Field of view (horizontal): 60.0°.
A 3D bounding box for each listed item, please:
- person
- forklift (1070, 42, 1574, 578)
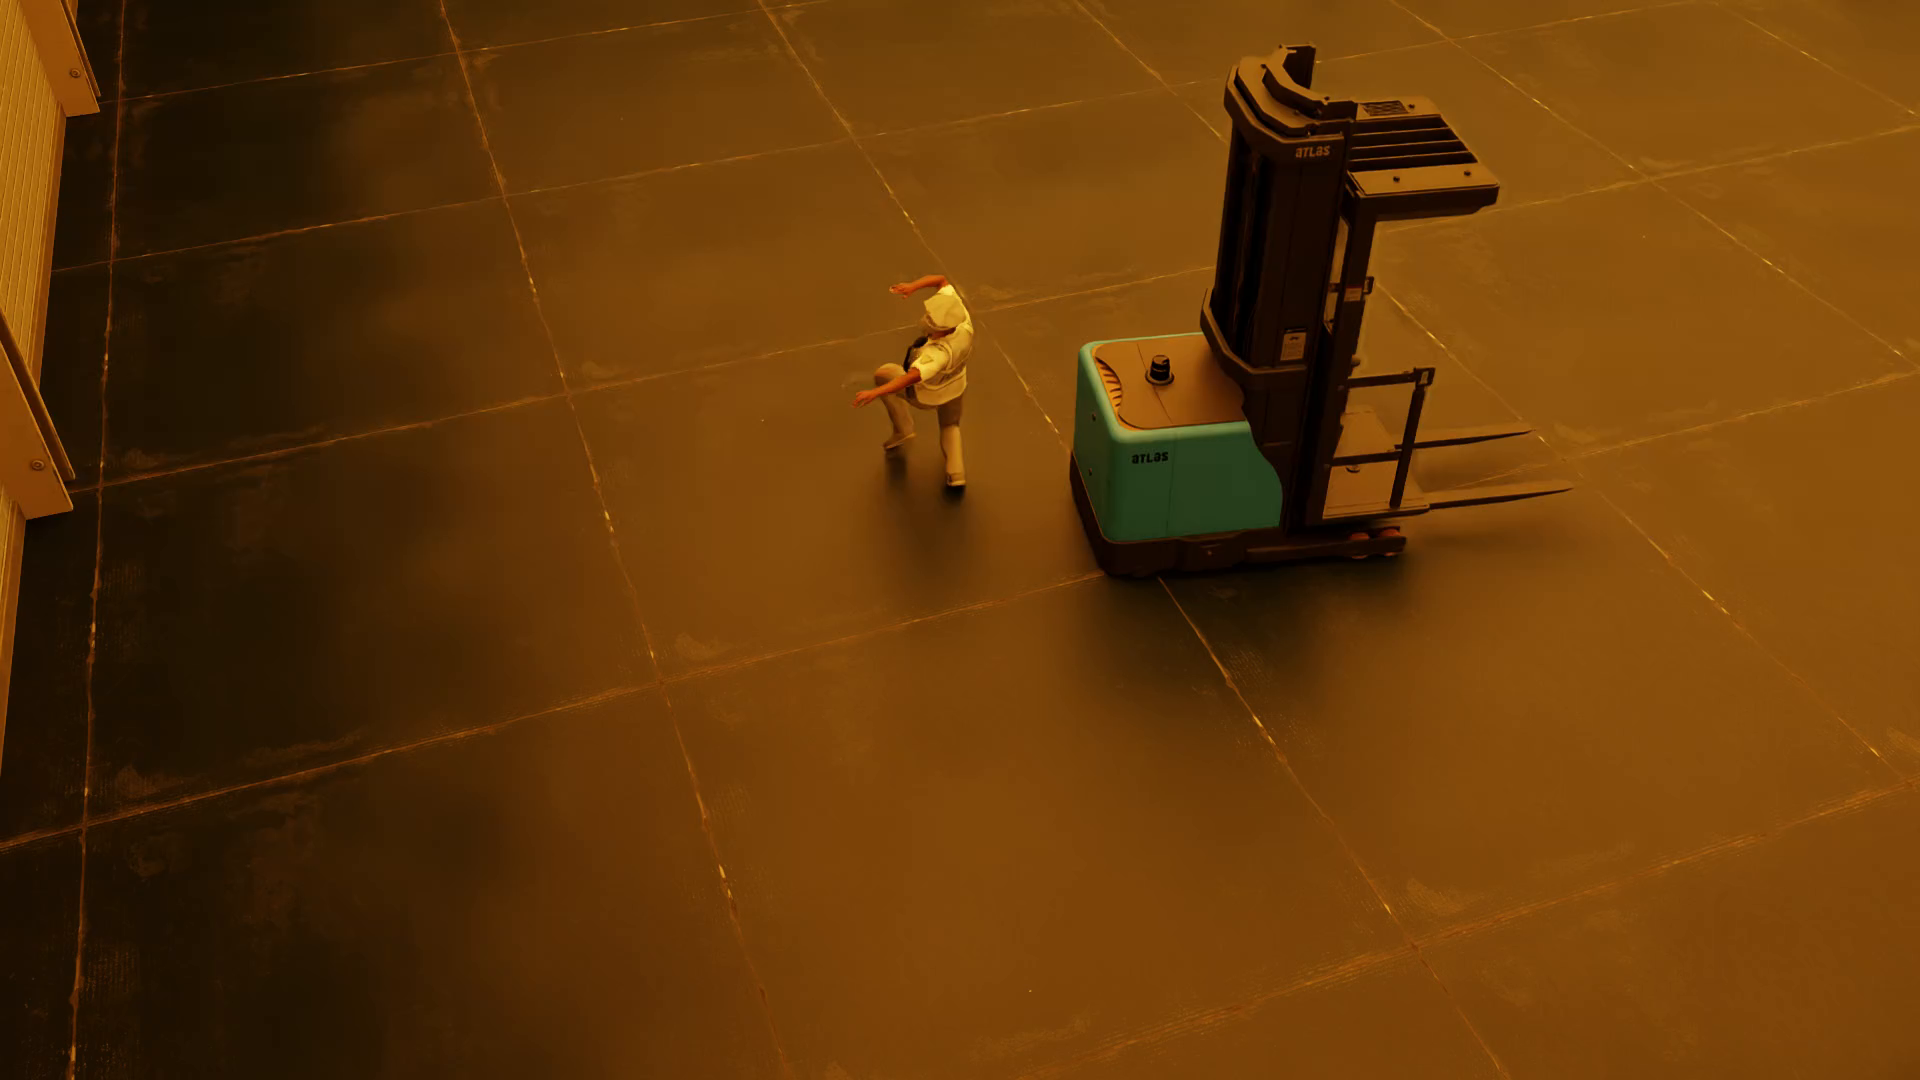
[{"bbox_3d":[-0.412,-0.918,10.290,1.002,1.439,0.841,-25,46,-27],"label":"person"},{"bbox_3d":[2.264,-1.337,9.589,3.031,2.935,1.130,-6,40,-7],"label":"forklift"}]
